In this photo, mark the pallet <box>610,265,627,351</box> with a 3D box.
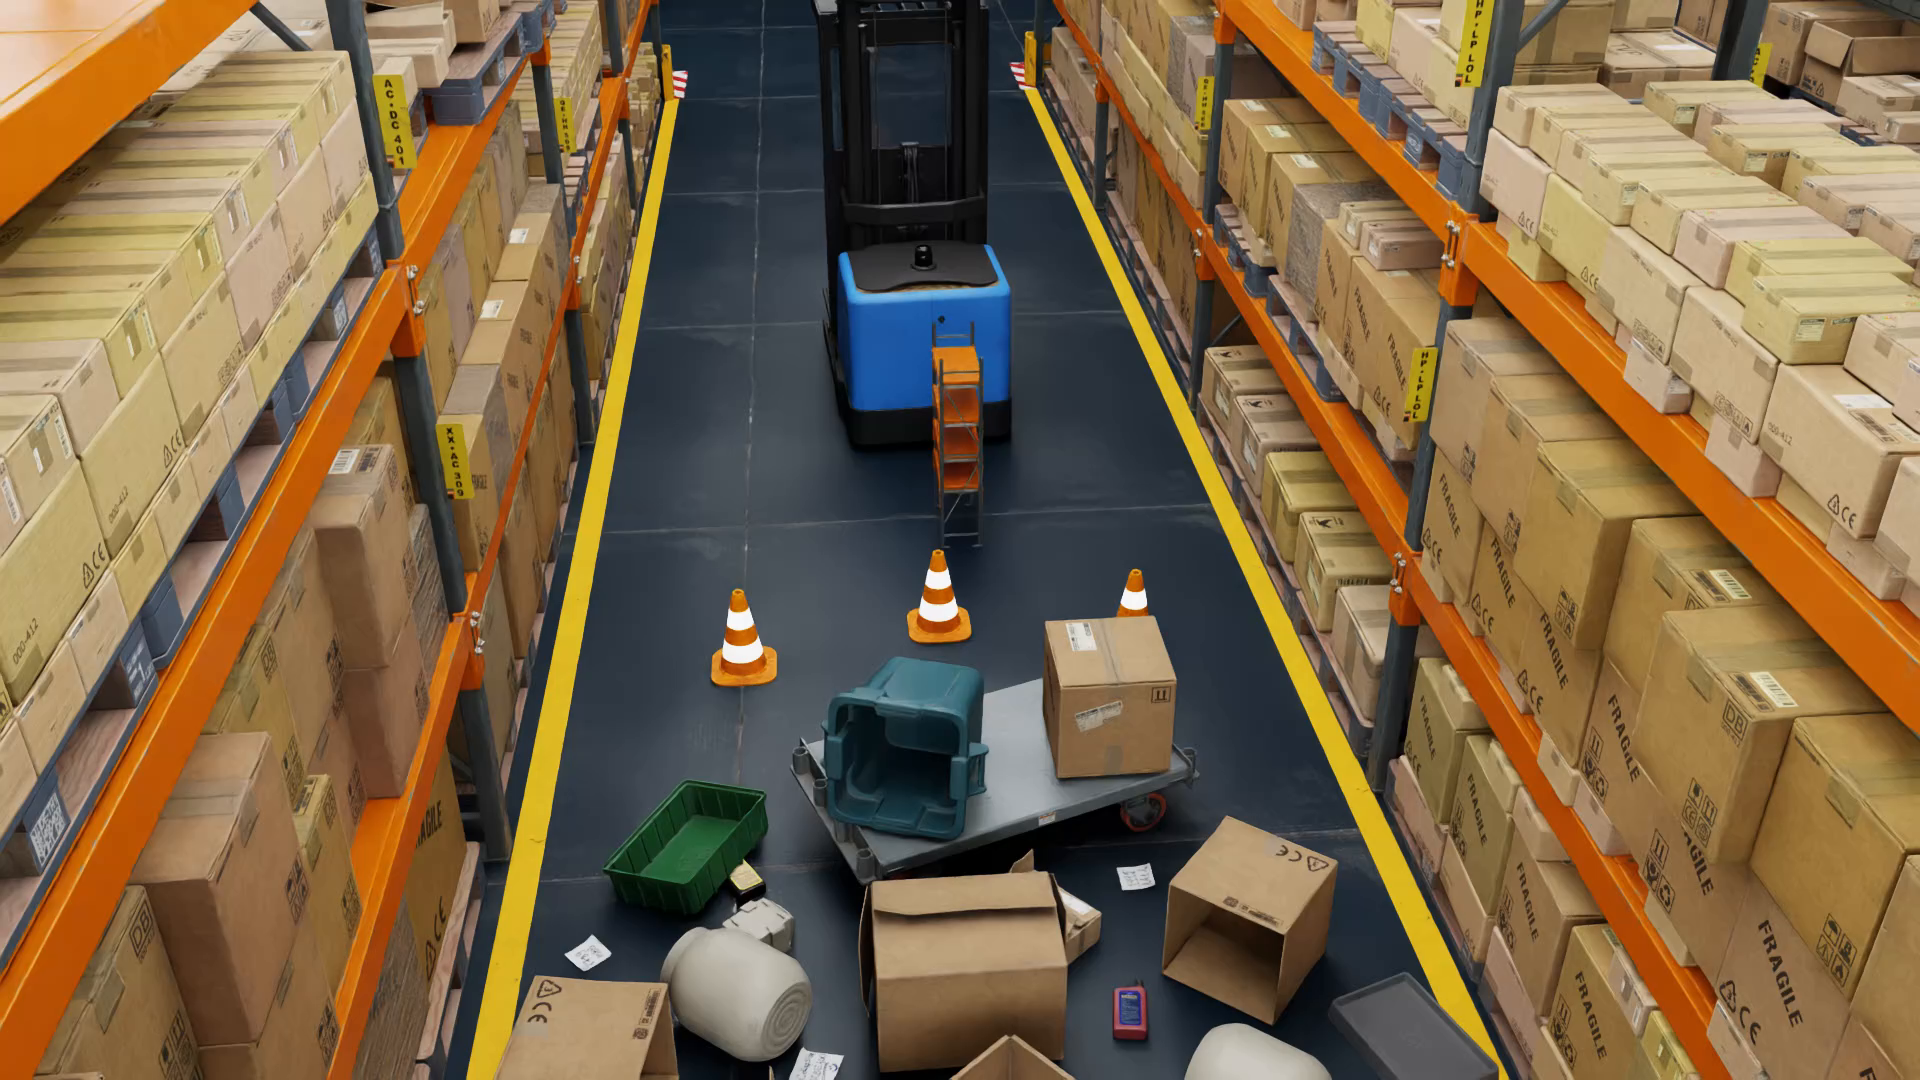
[{"bbox_3d":[-3.055,-1.735,12.449,1.003,0.211,1.213,-3,31,-5],"label":"pallet"}]

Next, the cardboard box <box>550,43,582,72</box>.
[{"bbox_3d":[-2.893,-3.421,11.807,0.380,0.149,0.250,-4,31,-7],"label":"cardboard box"}]

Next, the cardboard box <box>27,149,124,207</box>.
[{"bbox_3d":[-2.683,-0.923,4.795,0.500,0.250,0.500,-3,31,-5],"label":"cardboard box"}]

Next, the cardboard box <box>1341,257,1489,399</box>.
[{"bbox_3d":[2.101,-0.987,7.681,0.500,0.500,0.500,-3,31,-4],"label":"cardboard box"}]

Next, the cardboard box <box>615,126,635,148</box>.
[{"bbox_3d":[-3.039,-3.495,14.467,0.380,0.149,0.250,-1,31,-2],"label":"cardboard box"}]

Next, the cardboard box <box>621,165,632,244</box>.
[{"bbox_3d":[-2.926,-2.696,13.366,0.500,0.500,0.500,-3,31,-6],"label":"cardboard box"}]

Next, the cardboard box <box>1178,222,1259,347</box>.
[{"bbox_3d":[2.065,-1.825,11.544,0.875,0.875,0.875,-3,31,-5],"label":"cardboard box"}]

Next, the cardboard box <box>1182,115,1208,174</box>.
[{"bbox_3d":[1.748,-2.586,10.813,0.500,0.250,0.500,-3,31,-5],"label":"cardboard box"}]

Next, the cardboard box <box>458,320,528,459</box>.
[{"bbox_3d":[-2.372,-0.707,7.911,0.500,0.500,0.500,-3,31,-5],"label":"cardboard box"}]

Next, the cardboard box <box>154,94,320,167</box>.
[{"bbox_3d":[-2.101,-1.187,4.847,0.380,0.149,0.250,-3,31,-5],"label":"cardboard box"}]

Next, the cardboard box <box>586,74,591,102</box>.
[{"bbox_3d":[-2.911,-3.304,12.191,0.380,0.149,0.250,-4,31,-7],"label":"cardboard box"}]

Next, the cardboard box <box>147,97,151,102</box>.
[{"bbox_3d":[-8.428,-4.756,16.449,0.875,0.875,0.875,-3,31,-5],"label":"cardboard box"}]

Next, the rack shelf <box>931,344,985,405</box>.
[{"bbox_3d":[-0.015,-0.937,9.382,0.258,0.148,0.480,-3,31,-5],"label":"rack shelf"}]

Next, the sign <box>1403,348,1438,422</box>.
[{"bbox_3d":[1.868,-0.627,6.746,0.100,0.325,0.005,-3,31,-5],"label":"sign"}]

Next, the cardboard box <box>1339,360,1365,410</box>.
[{"bbox_3d":[2.030,-0.746,7.909,0.380,0.149,0.250,-3,31,-5],"label":"cardboard box"}]

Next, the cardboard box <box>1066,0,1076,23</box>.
[{"bbox_3d":[1.260,-5.029,15.147,0.500,0.500,0.500,-3,31,-5],"label":"cardboard box"}]

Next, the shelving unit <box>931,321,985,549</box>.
[{"bbox_3d":[-0.015,-0.600,9.584,0.258,1.200,0.503,-3,31,-5],"label":"shelving unit"}]

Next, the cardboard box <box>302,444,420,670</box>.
[{"bbox_3d":[-2.331,0.067,5.513,0.875,0.550,0.550,-3,31,-5],"label":"cardboard box"}]

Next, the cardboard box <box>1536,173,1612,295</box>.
[{"bbox_3d":[2.246,-1.009,5.445,0.500,0.250,0.500,-3,31,-5],"label":"cardboard box"}]

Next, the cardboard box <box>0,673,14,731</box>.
[{"bbox_3d":[-1.915,0.339,2.681,0.500,0.250,0.500,-3,31,-5],"label":"cardboard box"}]

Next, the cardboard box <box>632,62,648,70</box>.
[{"bbox_3d":[-3.240,-4.558,16.246,0.380,0.149,0.250,-4,31,-7],"label":"cardboard box"}]

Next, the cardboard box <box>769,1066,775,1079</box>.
[{"bbox_3d":[-0.505,2.093,5.986,0.396,0.266,0.258,2,31,4],"label":"cardboard box"}]

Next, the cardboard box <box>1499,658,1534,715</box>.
[{"bbox_3d":[2.249,0.514,6.209,0.380,0.149,0.250,-2,31,-3],"label":"cardboard box"}]

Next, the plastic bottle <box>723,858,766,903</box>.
[{"bbox_3d":[-0.970,1.460,7.245,0.133,0.061,0.283,-20,36,-30],"label":"plastic bottle"}]

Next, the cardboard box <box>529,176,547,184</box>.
[{"bbox_3d":[-2.713,-2.223,10.381,0.380,0.149,0.250,-3,31,-5],"label":"cardboard box"}]

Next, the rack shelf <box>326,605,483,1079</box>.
[{"bbox_3d":[-2.312,1.460,5.082,1.077,0.370,4.000,-3,31,-5],"label":"rack shelf"}]

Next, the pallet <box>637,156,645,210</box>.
[{"bbox_3d":[-3.344,-3.098,14.731,1.003,0.211,1.213,-3,31,-5],"label":"pallet"}]

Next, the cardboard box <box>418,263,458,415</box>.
[{"bbox_3d":[-2.601,-0.858,7.188,0.700,0.500,0.500,-3,31,-5],"label":"cardboard box"}]

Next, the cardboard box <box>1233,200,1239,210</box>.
[{"bbox_3d":[1.892,-2.098,10.173,0.380,0.149,0.250,-4,31,-7],"label":"cardboard box"}]

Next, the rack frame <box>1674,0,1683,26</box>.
[{"bbox_3d":[6.614,-4.483,14.330,1.000,3.000,0.127,-3,31,-5],"label":"rack frame"}]

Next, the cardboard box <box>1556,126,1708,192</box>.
[{"bbox_3d":[2.194,-1.238,5.439,0.380,0.149,0.250,-4,31,-6],"label":"cardboard box"}]

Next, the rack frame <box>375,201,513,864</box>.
[{"bbox_3d":[-2.499,0.130,6.607,1.000,3.000,0.127,-3,31,-5],"label":"rack frame"}]

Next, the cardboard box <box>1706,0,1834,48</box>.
[{"bbox_3d":[6.485,-4.184,13.322,0.700,0.500,0.500,-2,31,-4],"label":"cardboard box"}]

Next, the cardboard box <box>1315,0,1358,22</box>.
[{"bbox_3d":[2.217,-2.755,8.412,0.797,0.503,0.637,-3,31,-5],"label":"cardboard box"}]

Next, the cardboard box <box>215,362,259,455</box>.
[{"bbox_3d":[-2.003,-0.323,4.179,0.380,0.149,0.250,-3,31,-5],"label":"cardboard box"}]

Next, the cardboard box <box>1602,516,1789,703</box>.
[{"bbox_3d":[2.430,0.258,5.030,0.700,0.500,0.500,-3,31,-5],"label":"cardboard box"}]

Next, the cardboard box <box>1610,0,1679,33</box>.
[{"bbox_3d":[2.708,-2.348,7.080,0.500,0.250,0.500,-3,31,-6],"label":"cardboard box"}]

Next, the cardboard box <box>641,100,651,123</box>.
[{"bbox_3d":[-3.116,-4.025,15.643,0.380,0.149,0.250,-2,31,-4],"label":"cardboard box"}]

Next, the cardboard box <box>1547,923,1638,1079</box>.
[{"bbox_3d":[2.367,1.641,5.618,0.500,0.500,0.500,-3,31,-6],"label":"cardboard box"}]

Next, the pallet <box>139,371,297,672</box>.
[{"bbox_3d":[-2.322,-0.080,4.120,1.003,0.211,1.213,-3,31,-5],"label":"pallet"}]

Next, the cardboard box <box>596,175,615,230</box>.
[{"bbox_3d":[-2.827,-2.483,12.278,0.500,0.250,0.500,-4,31,-7],"label":"cardboard box"}]

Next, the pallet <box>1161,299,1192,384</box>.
[{"bbox_3d":[2.048,-1.410,11.904,1.003,0.211,1.213,-3,31,-5],"label":"pallet"}]

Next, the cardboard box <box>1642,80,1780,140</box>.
[{"bbox_3d":[2.667,-1.529,5.928,0.380,0.149,0.250,-2,31,-4],"label":"cardboard box"}]

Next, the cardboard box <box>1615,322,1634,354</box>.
[{"bbox_3d":[2.305,-0.643,5.222,0.380,0.149,0.250,-4,31,-6],"label":"cardboard box"}]

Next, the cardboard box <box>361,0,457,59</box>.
[{"bbox_3d":[-2.463,-2.289,7.355,0.396,0.266,0.258,-3,31,-5],"label":"cardboard box"}]

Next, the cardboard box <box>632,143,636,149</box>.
[{"bbox_3d":[-3.134,-3.499,15.054,0.380,0.149,0.250,-3,31,-6],"label":"cardboard box"}]

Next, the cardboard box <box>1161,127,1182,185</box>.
[{"bbox_3d":[1.677,-2.642,11.395,0.500,0.250,0.500,-2,31,-4],"label":"cardboard box"}]

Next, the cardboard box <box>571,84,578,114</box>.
[{"bbox_3d":[-2.840,-3.026,11.436,0.380,0.149,0.250,-3,31,-5],"label":"cardboard box"}]

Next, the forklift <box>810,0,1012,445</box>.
[{"bbox_3d":[-0.396,-2.604,11.251,1.130,2.935,3.031,-4,31,-7],"label":"forklift"}]

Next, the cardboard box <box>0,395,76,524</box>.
[{"bbox_3d":[-1.909,-0.146,3.105,0.380,0.149,0.250,-2,31,-4],"label":"cardboard box"}]

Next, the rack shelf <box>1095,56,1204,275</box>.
[{"bbox_3d":[1.859,-2.913,12.403,1.077,0.370,4.000,-3,31,-5],"label":"rack shelf"}]

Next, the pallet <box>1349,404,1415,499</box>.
[{"bbox_3d":[2.494,-0.473,7.804,1.003,0.211,1.213,-3,31,-5],"label":"pallet"}]

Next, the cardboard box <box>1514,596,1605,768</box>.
[{"bbox_3d":[2.288,0.421,5.732,0.500,0.500,0.500,-3,31,-5],"label":"cardboard box"}]

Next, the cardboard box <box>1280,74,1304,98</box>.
[{"bbox_3d":[2.244,-2.936,10.668,0.500,0.500,0.500,-4,31,-6],"label":"cardboard box"}]

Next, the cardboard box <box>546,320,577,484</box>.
[{"bbox_3d":[-2.905,-0.811,9.967,1.050,0.750,0.750,-3,31,-5],"label":"cardboard box"}]
